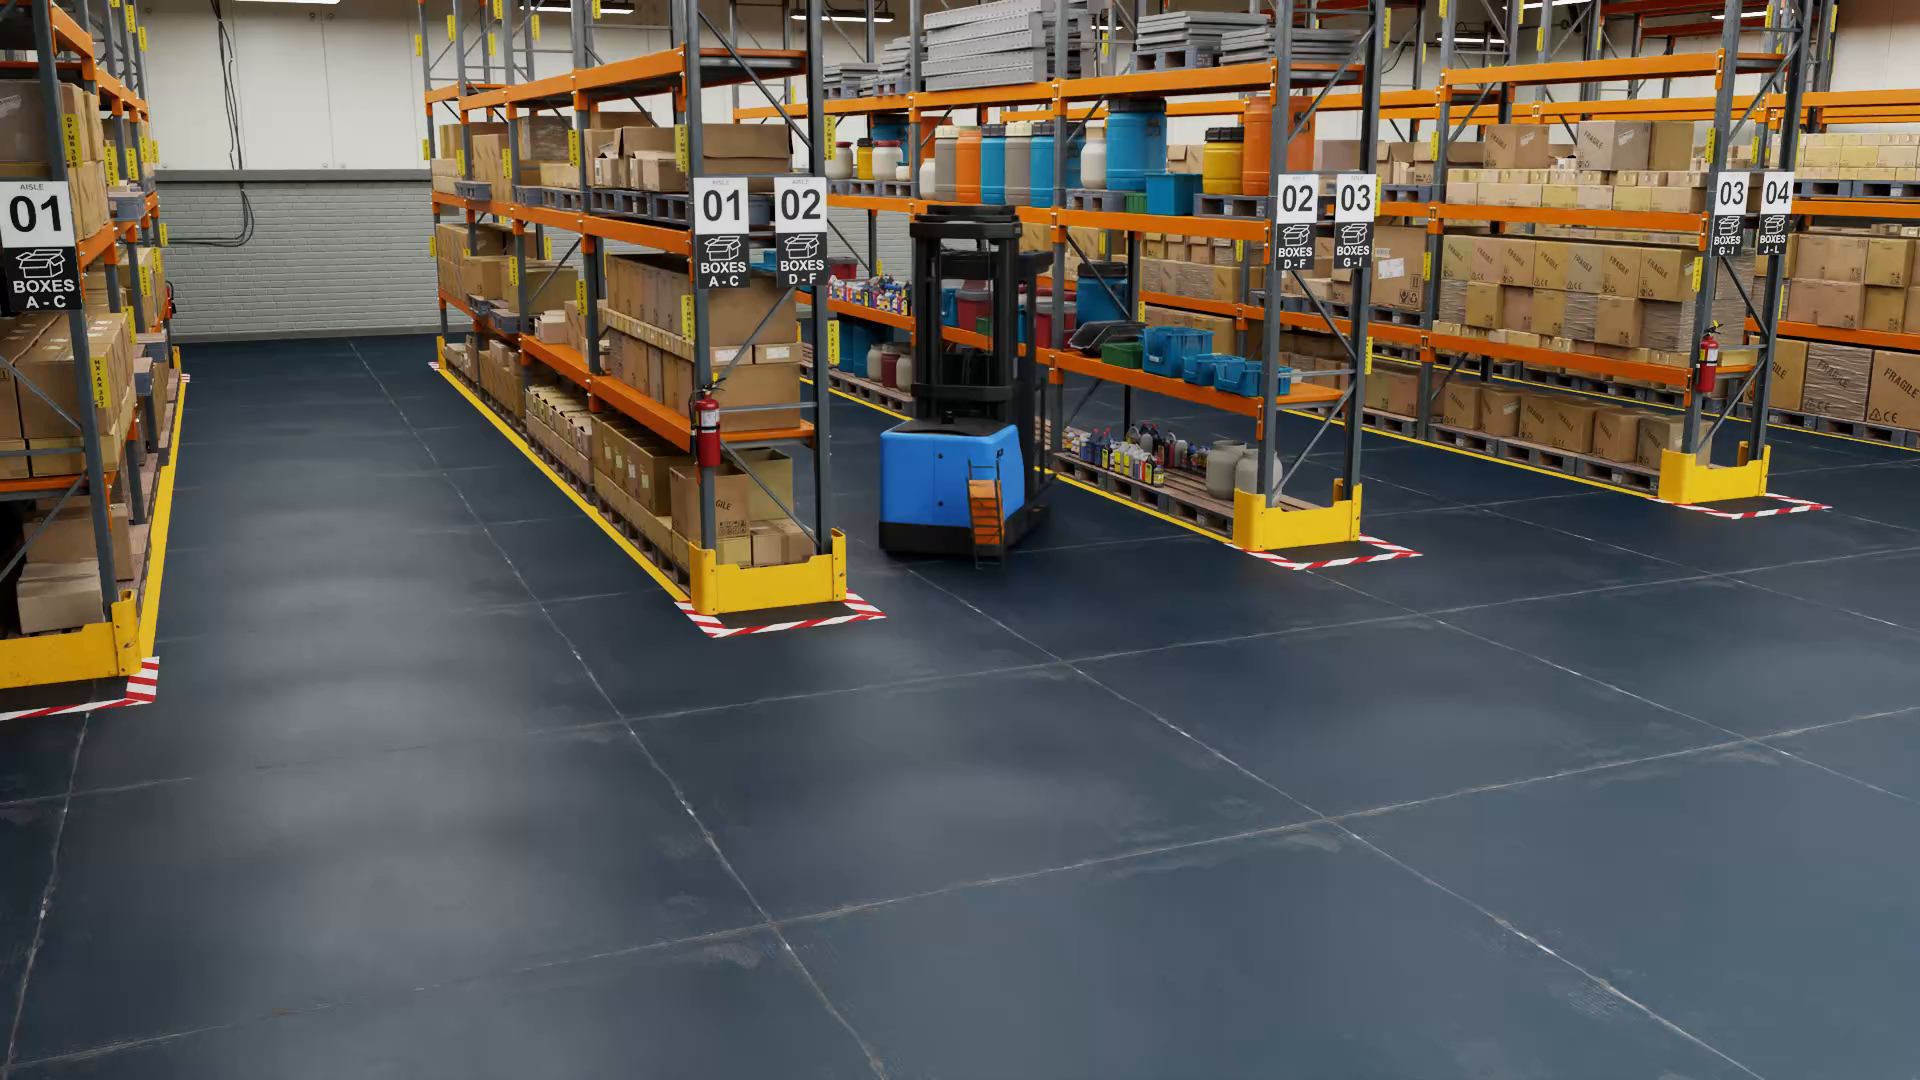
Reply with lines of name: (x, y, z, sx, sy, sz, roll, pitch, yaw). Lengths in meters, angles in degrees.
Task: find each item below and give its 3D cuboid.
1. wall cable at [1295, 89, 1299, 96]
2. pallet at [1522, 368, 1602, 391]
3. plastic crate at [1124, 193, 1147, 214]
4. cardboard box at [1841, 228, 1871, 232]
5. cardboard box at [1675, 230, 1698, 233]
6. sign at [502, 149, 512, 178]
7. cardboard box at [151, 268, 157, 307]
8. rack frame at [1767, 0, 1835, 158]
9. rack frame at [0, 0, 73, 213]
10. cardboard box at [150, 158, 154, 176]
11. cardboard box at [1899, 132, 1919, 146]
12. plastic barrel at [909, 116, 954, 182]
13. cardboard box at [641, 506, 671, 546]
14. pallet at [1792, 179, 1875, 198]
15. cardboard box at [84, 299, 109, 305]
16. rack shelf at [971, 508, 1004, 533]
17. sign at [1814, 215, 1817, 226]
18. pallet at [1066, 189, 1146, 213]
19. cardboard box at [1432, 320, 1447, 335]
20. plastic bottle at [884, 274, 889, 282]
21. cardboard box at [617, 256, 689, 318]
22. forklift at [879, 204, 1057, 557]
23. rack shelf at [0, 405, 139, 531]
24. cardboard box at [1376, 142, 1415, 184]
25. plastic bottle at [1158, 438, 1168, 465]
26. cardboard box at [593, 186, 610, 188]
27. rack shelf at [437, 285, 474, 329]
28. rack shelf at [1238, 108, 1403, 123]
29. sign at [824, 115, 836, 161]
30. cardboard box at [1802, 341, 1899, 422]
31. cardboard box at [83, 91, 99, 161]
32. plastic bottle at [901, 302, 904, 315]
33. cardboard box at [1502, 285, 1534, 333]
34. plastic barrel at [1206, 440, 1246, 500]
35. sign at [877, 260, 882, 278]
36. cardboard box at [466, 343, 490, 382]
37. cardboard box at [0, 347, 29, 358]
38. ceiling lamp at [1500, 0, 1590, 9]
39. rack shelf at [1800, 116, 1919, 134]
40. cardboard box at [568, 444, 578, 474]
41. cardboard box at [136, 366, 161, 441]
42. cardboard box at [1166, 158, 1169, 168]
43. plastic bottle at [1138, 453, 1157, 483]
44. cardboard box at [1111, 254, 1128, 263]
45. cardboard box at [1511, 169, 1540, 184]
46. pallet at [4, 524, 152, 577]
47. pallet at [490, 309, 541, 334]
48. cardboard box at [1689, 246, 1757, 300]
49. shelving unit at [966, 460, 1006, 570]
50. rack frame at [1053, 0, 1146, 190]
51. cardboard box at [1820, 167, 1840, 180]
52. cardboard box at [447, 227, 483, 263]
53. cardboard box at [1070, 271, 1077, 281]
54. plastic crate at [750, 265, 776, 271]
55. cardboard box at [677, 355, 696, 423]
wall cable: (7.738, -10.155, 38.789, 0.463, 3.000, 0.029, -6, 14, -23)
pallet: (9.231, -2.433, 24.916, 1.003, 0.211, 1.213, -6, 14, -23)
plastic crate: (1.846, -3.268, 16.156, 0.336, 0.188, 0.450, -6, 14, -23)
cardboard box: (16.934, -5.569, 31.127, 0.700, 0.500, 0.500, -6, 14, -23)
cardboard box: (12.626, -5.257, 28.493, 0.500, 0.500, 0.500, -6, 14, -23)
sign: (-5.177, -4.305, 19.020, 0.100, 0.325, 0.005, -6, 14, -23)
cardboard box: (-10.403, -3.149, 20.900, 0.500, 0.500, 0.500, -6, 14, -24)
rack frame: (13.479, -7.352, 26.680, 1.000, 3.000, 0.127, -6, 14, -23)
rack frame: (-6.012, -3.462, 9.872, 1.000, 3.000, 0.127, -6, 14, -23)
cardboard box: (-11.885, -5.359, 23.901, 0.500, 0.250, 0.500, -5, 14, -21)
cardboard box: (11.132, -4.644, 19.265, 0.380, 0.149, 0.250, -6, 14, -23)
plastic barrel: (-0.364, -5.080, 21.630, 0.600, 0.830, 0.708, -6, 14, -23)
cardboard box: (-2.374, -0.142, 13.998, 0.500, 0.250, 0.500, -6, 14, -23)
pallet: (10.904, -4.383, 20.701, 1.003, 0.211, 1.213, -6, 14, -23)
cardboard box: (-8.297, -1.986, 15.603, 0.700, 0.500, 0.500, -4, 14, -15)
rack shelf: (0.219, -0.163, 13.419, 0.258, 0.103, 0.180, 1, 54, 6)
sign: (16.930, -6.320, 32.957, 0.100, 0.325, 0.005, -6, 14, -23)
pallet: (1.841, -3.490, 17.063, 1.213, 0.211, 1.003, -6, 14, -23)
cardboard box: (5.812, -2.514, 19.637, 0.380, 0.149, 0.250, -6, 14, -23)
plastic bottle: (-1.074, -3.729, 24.440, 0.144, 0.351, 0.185, -6, 14, -23)
cardboard box: (-2.690, -2.299, 15.054, 0.700, 0.500, 0.500, -6, 14, -23)
forklift: (0.218, -1.575, 15.173, 1.130, 2.935, 3.031, 4, 14, 16)
rack shelf: (-6.813, -0.602, 12.415, 1.077, 0.370, 4.000, -6, 14, -23)
cardboard box: (5.525, -4.725, 20.820, 0.797, 0.503, 0.637, -5, 14, -21)
plastic bottle: (2.108, -0.924, 17.257, 0.061, 0.283, 0.133, -6, 14, -23)
cardboard box: (-3.315, -3.535, 16.241, 0.500, 0.250, 0.500, -4, 14, -17)
rack shelf: (-7.083, -3.530, 25.063, 1.077, 0.370, 4.000, -6, 14, -23)
rack shelf: (6.581, -7.772, 30.096, 1.077, 0.370, 4.000, -6, 14, -23)
sign: (-0.964, -2.962, 12.251, 0.100, 0.325, 0.005, -6, 14, -23)
cardboard box: (11.139, -1.983, 20.564, 0.875, 0.875, 0.875, -6, 14, -23)
cardboard box: (-6.717, -3.075, 12.366, 0.500, 0.500, 0.500, -6, 14, -25)
plastic bottle: (-0.722, -3.061, 21.883, 0.097, 0.201, 0.097, 0, 13, 0)
cardboard box: (6.585, -2.602, 18.581, 0.875, 0.500, 0.500, -6, 14, -23)
plastic barrel: (2.531, -0.659, 15.653, 0.421, 0.512, 0.421, 0, 13, 0)
sign: (-1.237, -4.098, 25.309, 0.100, 0.325, 0.005, -6, 14, -23)
cardboard box: (-6.770, -2.556, 23.827, 0.500, 0.500, 0.500, -6, 14, -23)
cardboard box: (-6.588, -1.025, 11.270, 0.500, 0.500, 0.500, -5, 14, -22)
ceiling lamp: (10.210, -10.653, 27.995, 0.800, 3.185, 2.000, -6, 14, -23)
rack shelf: (17.224, -7.669, 30.532, 1.077, 0.370, 4.000, -6, 14, -23)
cardboard box: (-3.710, -0.843, 17.028, 0.500, 0.250, 0.500, -6, 14, -24)
cardboard box: (-9.391, -1.513, 18.592, 0.750, 0.750, 0.750, -6, 14, -24)
cardboard box: (3.154, -5.749, 25.670, 0.500, 0.311, 0.500, -6, 14, -25)
plastic bottle: (1.852, -0.716, 16.376, 0.152, 0.276, 0.135, -6, 14, -23)
cardboard box: (2.752, -4.292, 26.540, 0.500, 0.500, 0.500, -6, 14, -23)
cardboard box: (6.272, -3.979, 18.206, 0.380, 0.149, 0.250, -6, 14, -24)
pallet: (-7.313, 0.128, 13.848, 1.003, 0.211, 1.213, -6, 14, -23)
pallet: (-5.015, -2.681, 20.226, 1.213, 0.211, 1.003, -6, 14, -23)
cardboard box: (7.633, -2.701, 16.787, 0.500, 0.500, 0.500, -6, 14, -23)
shelving unit: (0.216, -0.189, 13.383, 0.258, 1.200, 0.189, 1, 54, 6)
rack frame: (1.463, -5.183, 17.309, 1.000, 3.000, 0.127, -6, 14, -23)
cardboard box: (10.725, -4.465, 20.260, 0.380, 0.149, 0.250, -6, 14, -24)
cardboard box: (-7.331, -4.398, 24.779, 0.500, 0.500, 0.500, -6, 14, -23)
cardboard box: (2.065, -4.431, 27.921, 0.380, 0.149, 0.250, -5, 14, -22)
plastic crate: (-3.283, -4.471, 27.773, 0.416, 0.233, 0.300, -6, 14, -23)
cardboard box: (-1.865, -1.242, 13.362, 0.700, 0.500, 0.500, -5, 14, -22)
